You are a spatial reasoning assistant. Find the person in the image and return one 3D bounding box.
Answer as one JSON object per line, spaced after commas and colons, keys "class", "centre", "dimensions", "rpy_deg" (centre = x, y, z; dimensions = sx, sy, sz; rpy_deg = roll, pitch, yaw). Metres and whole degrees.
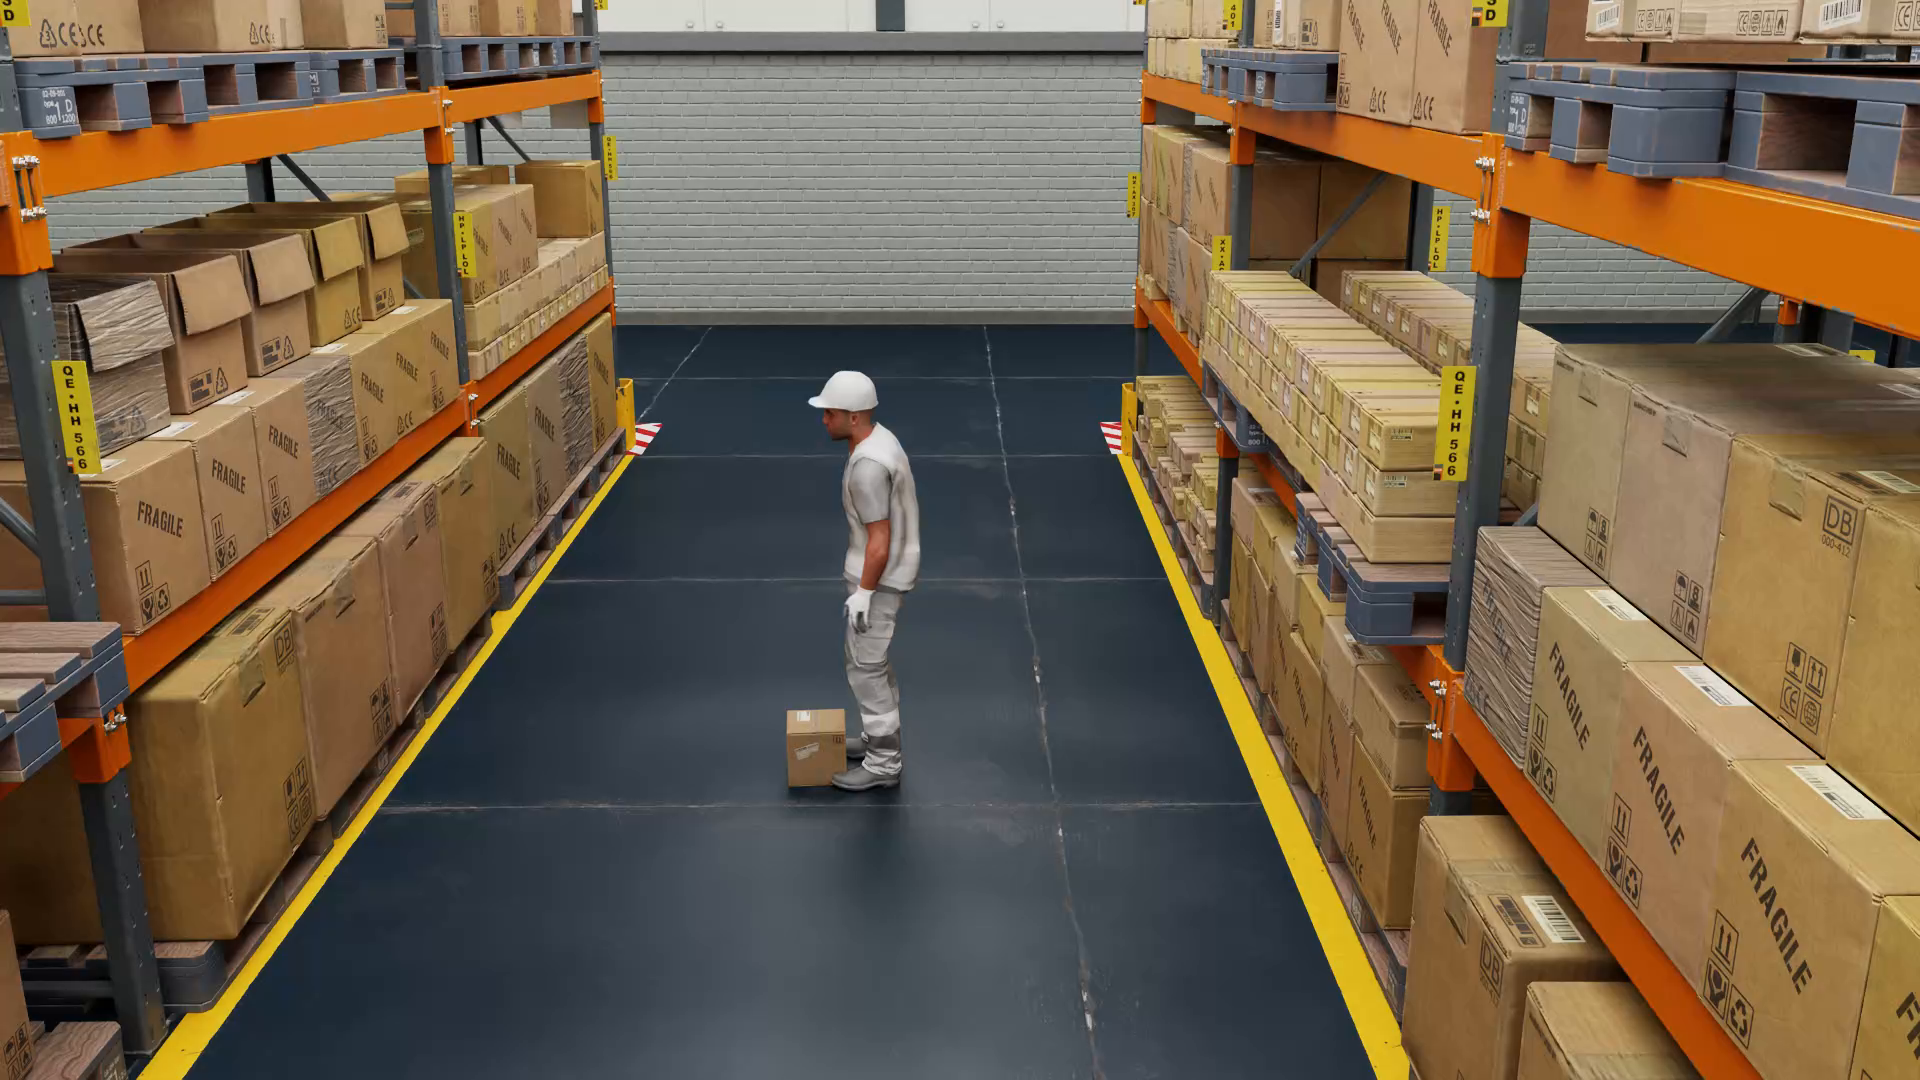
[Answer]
{"class": "person", "centre": [-0.388, 0.165, 6.977], "dimensions": [0.452, 1.778, 0.606], "rpy_deg": [0, 17, -1]}
